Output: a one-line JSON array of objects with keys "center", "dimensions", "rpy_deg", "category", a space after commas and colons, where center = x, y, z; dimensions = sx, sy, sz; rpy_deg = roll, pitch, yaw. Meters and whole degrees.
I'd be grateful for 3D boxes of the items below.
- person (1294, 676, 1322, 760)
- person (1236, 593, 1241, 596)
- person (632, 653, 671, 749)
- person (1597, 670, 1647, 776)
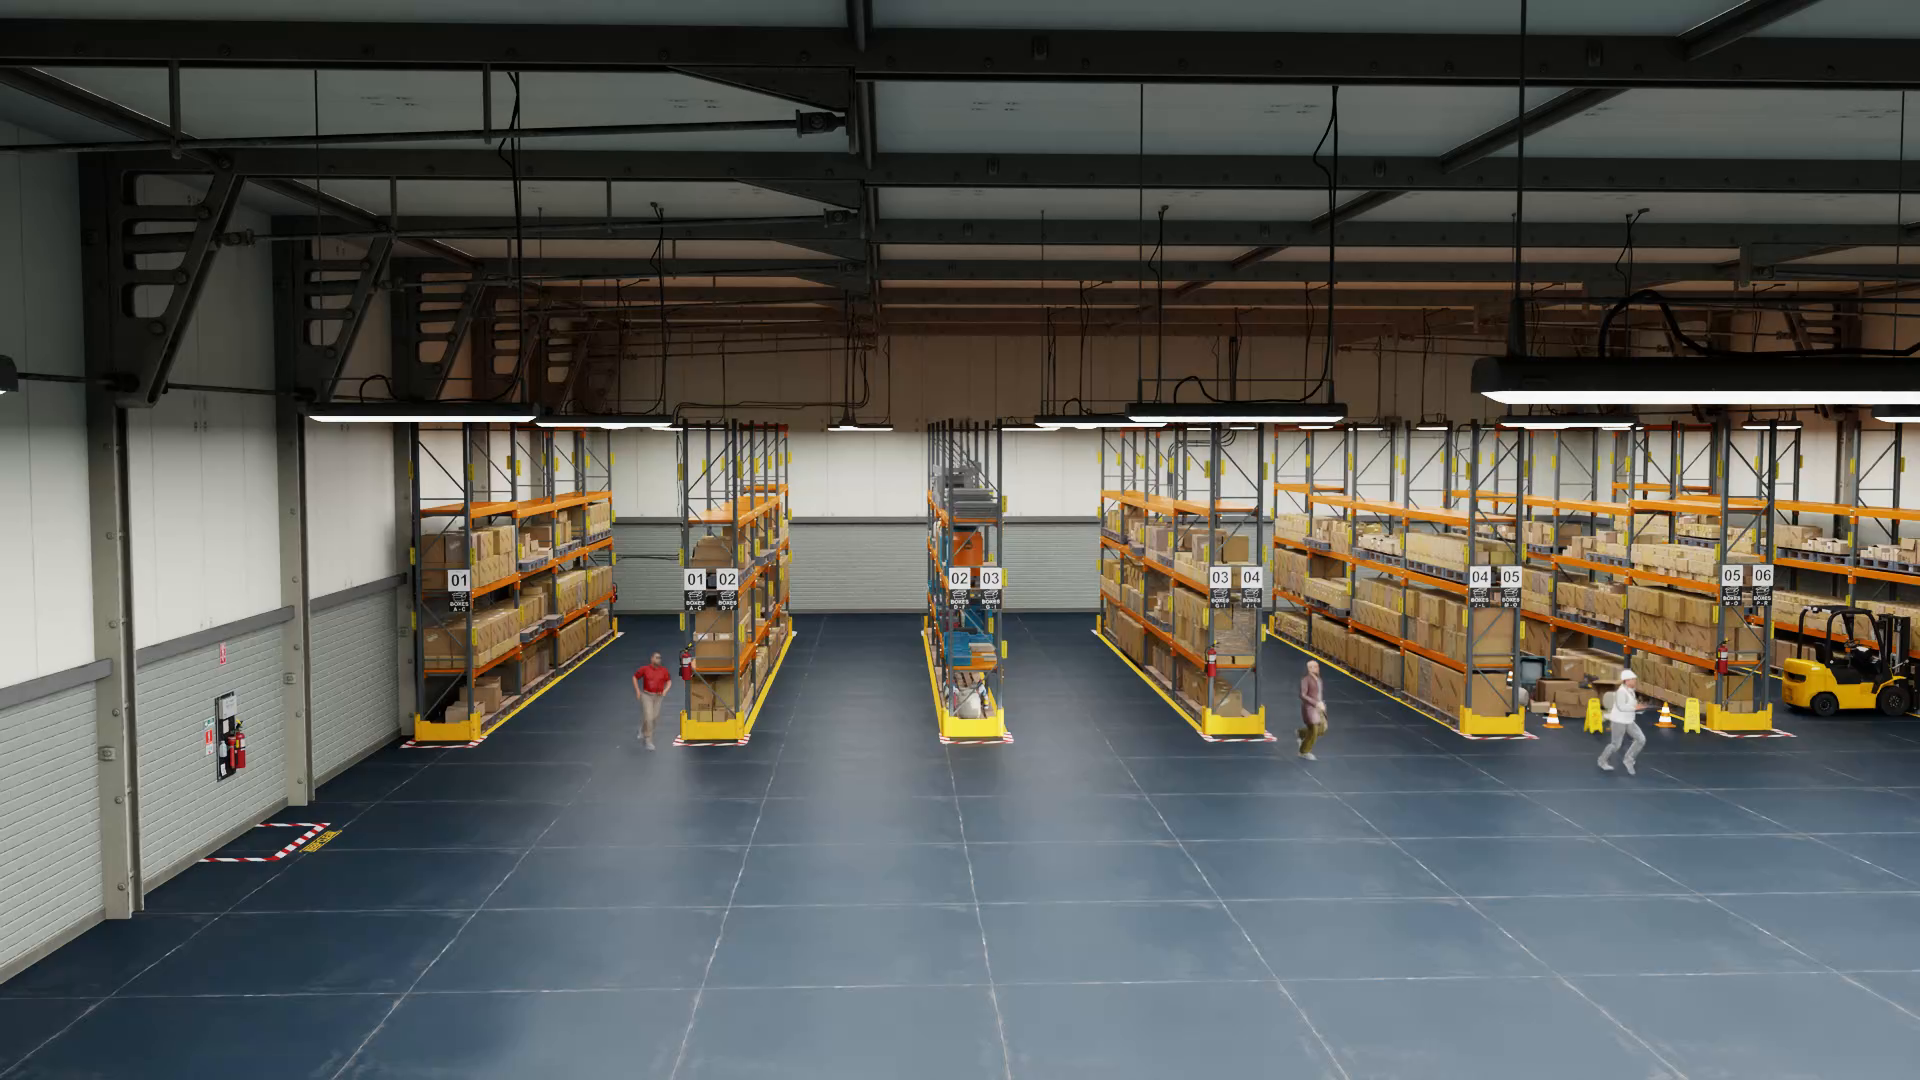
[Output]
[{"center": [6.127, 3.106, 29.377], "dimensions": [0.505, 1.502, 0.644], "rpy_deg": [3, 5, 41], "category": "person"}, {"center": [7.704, 1.944, 46.663], "dimensions": [0.766, 1.555, 1.031], "rpy_deg": [0, 4, 6], "category": "person"}, {"center": [-5.646, 2.929, 30.567], "dimensions": [0.691, 1.720, 0.806], "rpy_deg": [-2, 4, -33], "category": "person"}, {"center": [11.152, 3.053, 27.922], "dimensions": [0.821, 1.782, 0.566], "rpy_deg": [3, 5, 43], "category": "person"}]
